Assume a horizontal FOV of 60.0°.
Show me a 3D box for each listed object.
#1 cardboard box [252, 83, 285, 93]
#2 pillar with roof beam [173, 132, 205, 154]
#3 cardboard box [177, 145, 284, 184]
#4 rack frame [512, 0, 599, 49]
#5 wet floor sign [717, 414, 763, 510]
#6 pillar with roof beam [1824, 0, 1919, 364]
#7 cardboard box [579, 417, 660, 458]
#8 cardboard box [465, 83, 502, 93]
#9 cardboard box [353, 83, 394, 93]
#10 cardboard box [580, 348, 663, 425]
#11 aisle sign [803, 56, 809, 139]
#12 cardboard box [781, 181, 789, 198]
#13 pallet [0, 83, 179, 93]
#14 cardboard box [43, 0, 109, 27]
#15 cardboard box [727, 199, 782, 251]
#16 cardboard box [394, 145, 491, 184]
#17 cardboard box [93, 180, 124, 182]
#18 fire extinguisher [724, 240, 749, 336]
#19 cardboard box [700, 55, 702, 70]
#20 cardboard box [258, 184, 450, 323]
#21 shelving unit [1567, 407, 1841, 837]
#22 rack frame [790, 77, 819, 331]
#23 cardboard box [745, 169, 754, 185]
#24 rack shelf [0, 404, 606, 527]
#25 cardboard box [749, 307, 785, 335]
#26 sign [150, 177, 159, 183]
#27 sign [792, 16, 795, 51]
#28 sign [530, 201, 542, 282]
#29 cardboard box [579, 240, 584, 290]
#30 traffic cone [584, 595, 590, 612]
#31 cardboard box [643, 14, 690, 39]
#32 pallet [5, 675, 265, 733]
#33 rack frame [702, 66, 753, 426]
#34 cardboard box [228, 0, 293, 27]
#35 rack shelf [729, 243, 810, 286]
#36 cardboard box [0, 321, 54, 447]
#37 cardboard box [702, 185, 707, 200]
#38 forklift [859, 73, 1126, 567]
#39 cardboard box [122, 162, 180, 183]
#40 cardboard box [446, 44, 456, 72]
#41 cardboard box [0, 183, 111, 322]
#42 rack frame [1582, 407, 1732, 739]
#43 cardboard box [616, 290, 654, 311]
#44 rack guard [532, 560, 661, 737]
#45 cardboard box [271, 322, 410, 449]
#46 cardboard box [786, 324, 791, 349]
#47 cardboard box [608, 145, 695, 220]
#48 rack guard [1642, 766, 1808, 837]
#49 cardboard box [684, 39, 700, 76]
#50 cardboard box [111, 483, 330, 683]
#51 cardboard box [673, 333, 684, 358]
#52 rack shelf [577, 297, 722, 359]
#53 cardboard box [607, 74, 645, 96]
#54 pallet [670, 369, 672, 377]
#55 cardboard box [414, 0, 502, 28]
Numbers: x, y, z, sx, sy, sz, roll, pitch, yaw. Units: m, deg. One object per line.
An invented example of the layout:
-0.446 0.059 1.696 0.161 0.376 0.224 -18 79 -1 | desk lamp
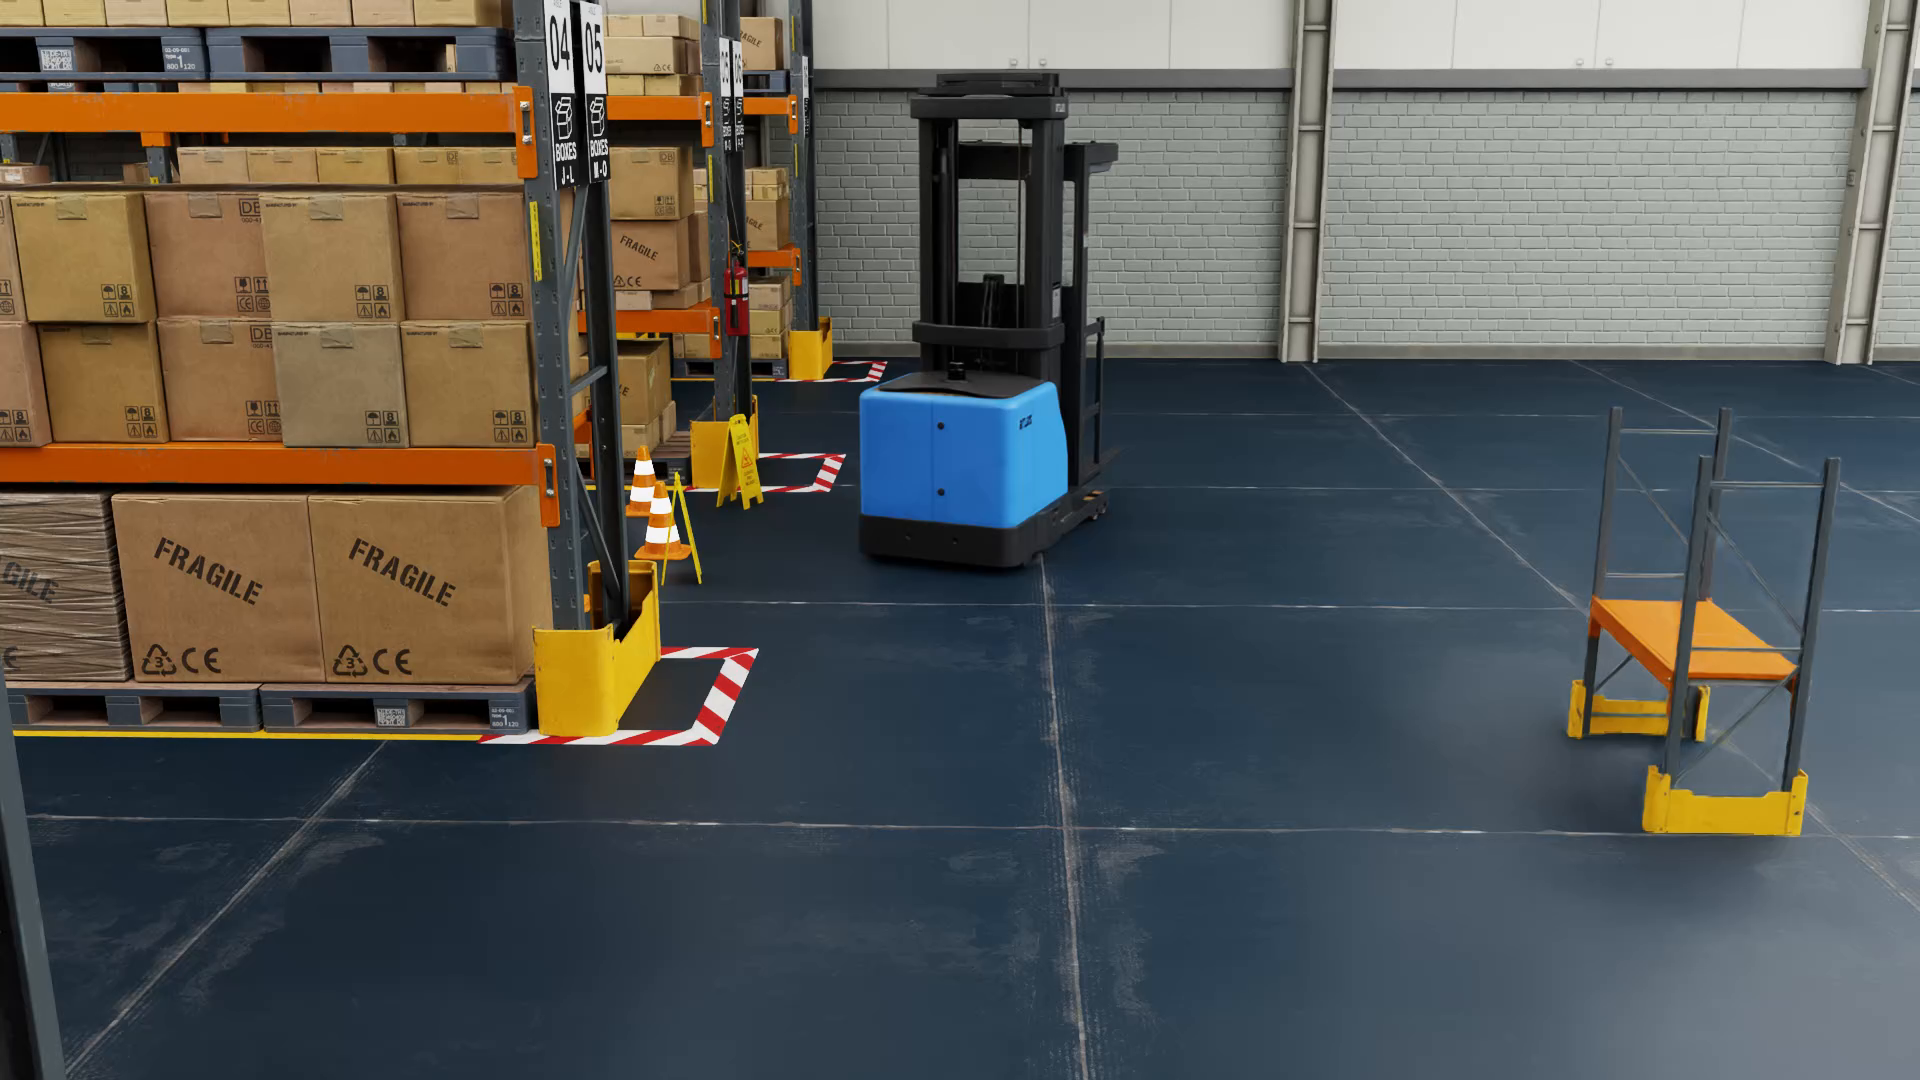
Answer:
-4.905 -3.278 11.997 0.250 0.149 0.380 0 15 1 | cardboard box
-8.380 -5.319 13.362 0.400 9.000 9.100 0 15 1 | pillar with roof beam
-5.287 -2.621 12.154 0.500 0.500 0.700 0 15 1 | cardboard box
-1.748 -3.615 6.901 0.127 3.000 1.000 0 15 1 | rack frame
-1.560 -0.565 11.715 0.232 0.644 0.267 6 16 21 | wet floor sign
9.614 -5.202 12.917 0.400 9.000 9.100 0 15 1 | pillar with roof beam
-2.561 -0.787 12.511 0.500 0.250 0.500 0 15 1 | cardboard box
-3.365 -3.252 11.900 0.250 0.149 0.380 0 15 0 | cardboard box
-4.129 -3.237 11.840 0.250 0.149 0.380 0 15 0 | cardboard box
-2.530 -1.152 12.423 0.500 0.500 0.500 0 15 2 | cardboard box
-1.541 -4.425 16.634 0.004 0.787 0.394 0 15 1 | aisle sign
-1.932 -3.673 17.415 0.250 0.149 0.380 0 15 0 | cardboard box
-6.335 -3.394 12.312 1.003 0.211 1.213 0 15 1 | pallet
-3.613 -2.220 6.968 0.250 0.149 0.380 1 15 2 | cardboard box
-2.098 -3.227 16.997 0.500 0.500 0.500 0 15 0 | cardboard box
-3.752 -2.621 12.156 0.500 0.500 0.700 0 15 1 | cardboard box
-9.002 -3.733 17.643 0.250 0.149 0.380 1 15 3 | cardboard box
-1.619 -1.821 12.015 0.183 0.674 0.296 0 15 1 | fire extinguisher
-2.435 -4.751 16.562 0.250 0.149 0.380 0 15 0 | cardboard box
-2.670 -1.301 7.481 0.550 0.550 0.875 0 15 1 | cardboard box
3.008 0.288 6.808 0.587 1.500 1.083 1 15 3 | shelving unit
-1.599 -3.243 17.252 0.127 3.000 1.000 0 15 1 | rack frame
-2.210 -3.691 16.899 0.250 0.149 0.380 0 15 2 | cardboard box
-3.747 -0.379 7.808 4.000 0.370 1.077 0 15 1 | rack shelf
-2.094 -2.282 17.195 0.500 0.250 0.500 0 15 1 | cardboard box
-5.731 -2.421 11.868 0.005 0.325 0.100 0 15 1 | sign
-1.627 -4.945 16.242 0.005 0.325 0.100 0 15 1 | sign
-1.775 -1.250 6.964 0.005 0.325 0.100 0 15 1 | sign
-2.772 -2.107 12.167 0.500 0.500 0.500 0 15 2 | cardboard box
-2.242 0.147 9.376 0.334 0.463 0.336 0 15 1 | traffic cone
-2.068 -3.618 11.724 0.250 0.149 0.380 1 15 2 | cardboard box
-3.765 0.640 7.999 1.213 0.211 1.003 0 15 1 | pallet
-1.722 -1.977 12.454 0.127 3.000 1.000 0 15 1 | rack frame
-2.850 -2.215 6.950 0.250 0.149 0.380 1 15 2 | cardboard box
-3.598 -2.908 17.393 4.000 0.370 1.077 0 15 1 | rack shelf
-4.290 -0.782 7.630 0.550 0.550 0.875 0 15 1 | cardboard box
-2.467 -3.547 16.937 0.250 0.149 0.380 1 15 2 | cardboard box
0.390 -1.583 11.095 1.130 2.935 3.031 6 16 21 | forklift
-6.182 -2.805 12.719 0.250 0.149 0.380 0 15 1 | cardboard box
-3.767 -3.442 11.836 0.500 0.250 0.500 1 15 2 | cardboard box
-4.289 -1.311 7.518 0.550 0.550 0.875 0 15 1 | cardboard box
3.036 0.161 7.290 0.500 1.500 0.032 1 15 3 | rack frame
-2.358 -1.777 12.187 0.250 0.149 0.380 0 15 1 | cardboard box
-1.724 0.495 7.985 0.348 0.500 1.175 0 15 1 | rack guard
-2.670 -0.775 7.605 0.550 0.550 0.875 0 15 1 | cardboard box
-2.085 -2.170 17.750 0.500 0.250 0.500 0 15 2 | cardboard box
-2.238 -2.600 12.077 0.500 0.500 0.700 0 15 0 | cardboard box
2.980 1.019 6.486 0.587 0.250 0.087 1 15 3 | rack guard
-2.218 -3.570 12.322 0.500 0.250 0.500 0 15 0 | cardboard box
-3.307 0.118 7.856 0.875 0.875 0.875 0 15 1 | cardboard box
-3.074 -2.050 17.297 0.500 0.250 0.500 1 15 2 | cardboard box
-3.721 -1.642 12.595 4.000 0.370 1.077 0 15 1 | rack shelf
-2.335 -3.230 11.816 0.250 0.149 0.380 0 15 2 | cardboard box
-3.581 -1.898 17.618 1.213 0.211 1.003 0 15 1 | pallet
-2.089 -2.210 6.930 0.250 0.149 0.380 0 15 1 | cardboard box
